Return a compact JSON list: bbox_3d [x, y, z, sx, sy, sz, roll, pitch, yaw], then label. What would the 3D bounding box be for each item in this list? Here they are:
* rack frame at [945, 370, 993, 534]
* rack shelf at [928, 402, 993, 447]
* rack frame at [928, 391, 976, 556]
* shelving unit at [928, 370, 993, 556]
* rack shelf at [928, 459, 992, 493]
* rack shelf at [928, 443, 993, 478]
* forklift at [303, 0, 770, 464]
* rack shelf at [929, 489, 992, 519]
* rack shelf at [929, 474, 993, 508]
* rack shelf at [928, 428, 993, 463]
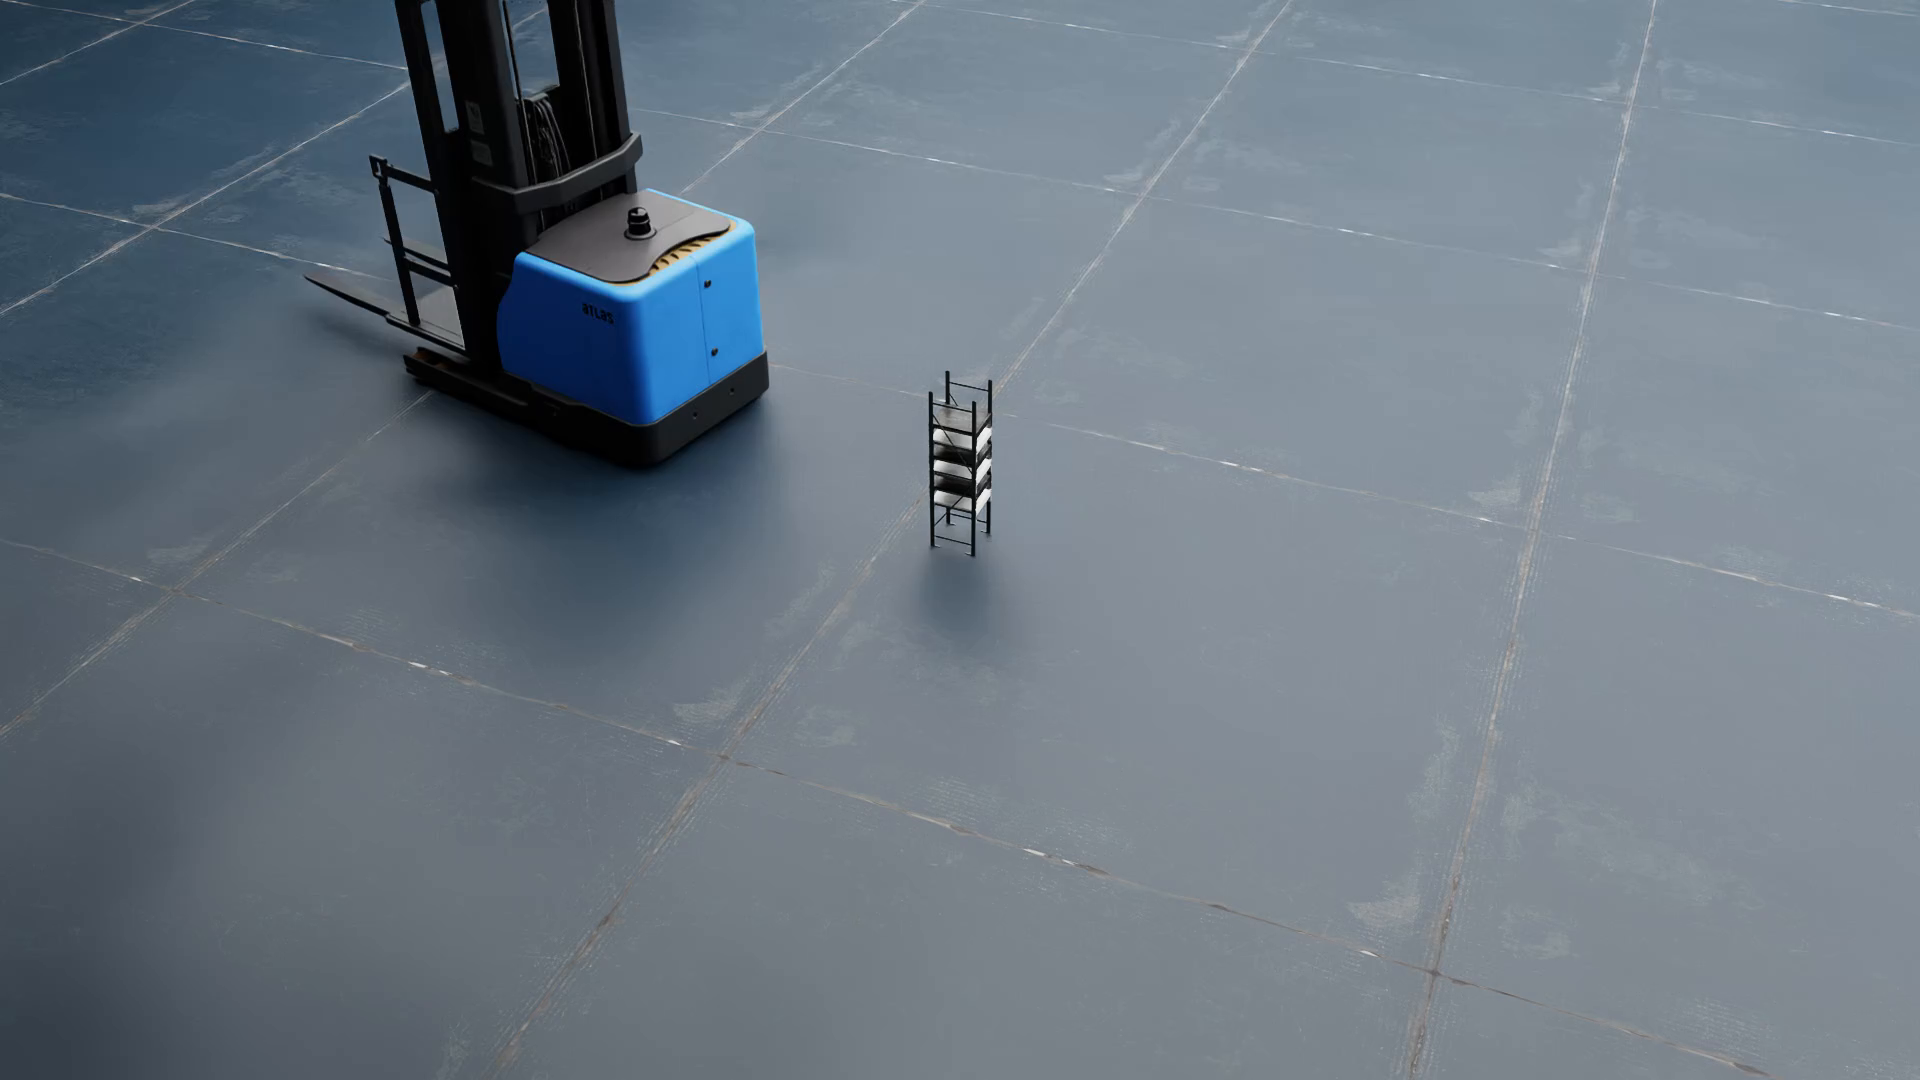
[{"bbox_3d":[0.042,-0.421,8.163,0.240,0.900,0.006,14,39,18],"label":"rack frame"},{"bbox_3d":[0.003,-0.555,7.946,0.258,0.077,0.200,14,39,18],"label":"rack shelf"},{"bbox_3d":[-0.036,-0.309,8.013,0.240,0.900,0.006,14,39,18],"label":"rack frame"},{"bbox_3d":[0.003,-0.365,8.088,0.258,0.900,0.210,14,39,18],"label":"shelving unit"},{"bbox_3d":[0.003,-0.338,8.108,0.258,0.077,0.200,14,39,18],"label":"rack shelf"},{"bbox_3d":[0.003,-0.410,8.054,0.258,0.077,0.200,14,39,18],"label":"rack shelf"},{"bbox_3d":[-2.578,-2.264,8.932,3.031,2.935,1.130,23,42,27],"label":"forklift"},{"bbox_3d":[0.003,-0.194,8.216,0.258,0.077,0.200,14,39,18],"label":"rack shelf"},{"bbox_3d":[0.003,-0.266,8.162,0.258,0.077,0.200,14,39,18],"label":"rack shelf"},{"bbox_3d":[0.003,-0.482,8.000,0.258,0.077,0.200,14,39,18],"label":"rack shelf"}]
